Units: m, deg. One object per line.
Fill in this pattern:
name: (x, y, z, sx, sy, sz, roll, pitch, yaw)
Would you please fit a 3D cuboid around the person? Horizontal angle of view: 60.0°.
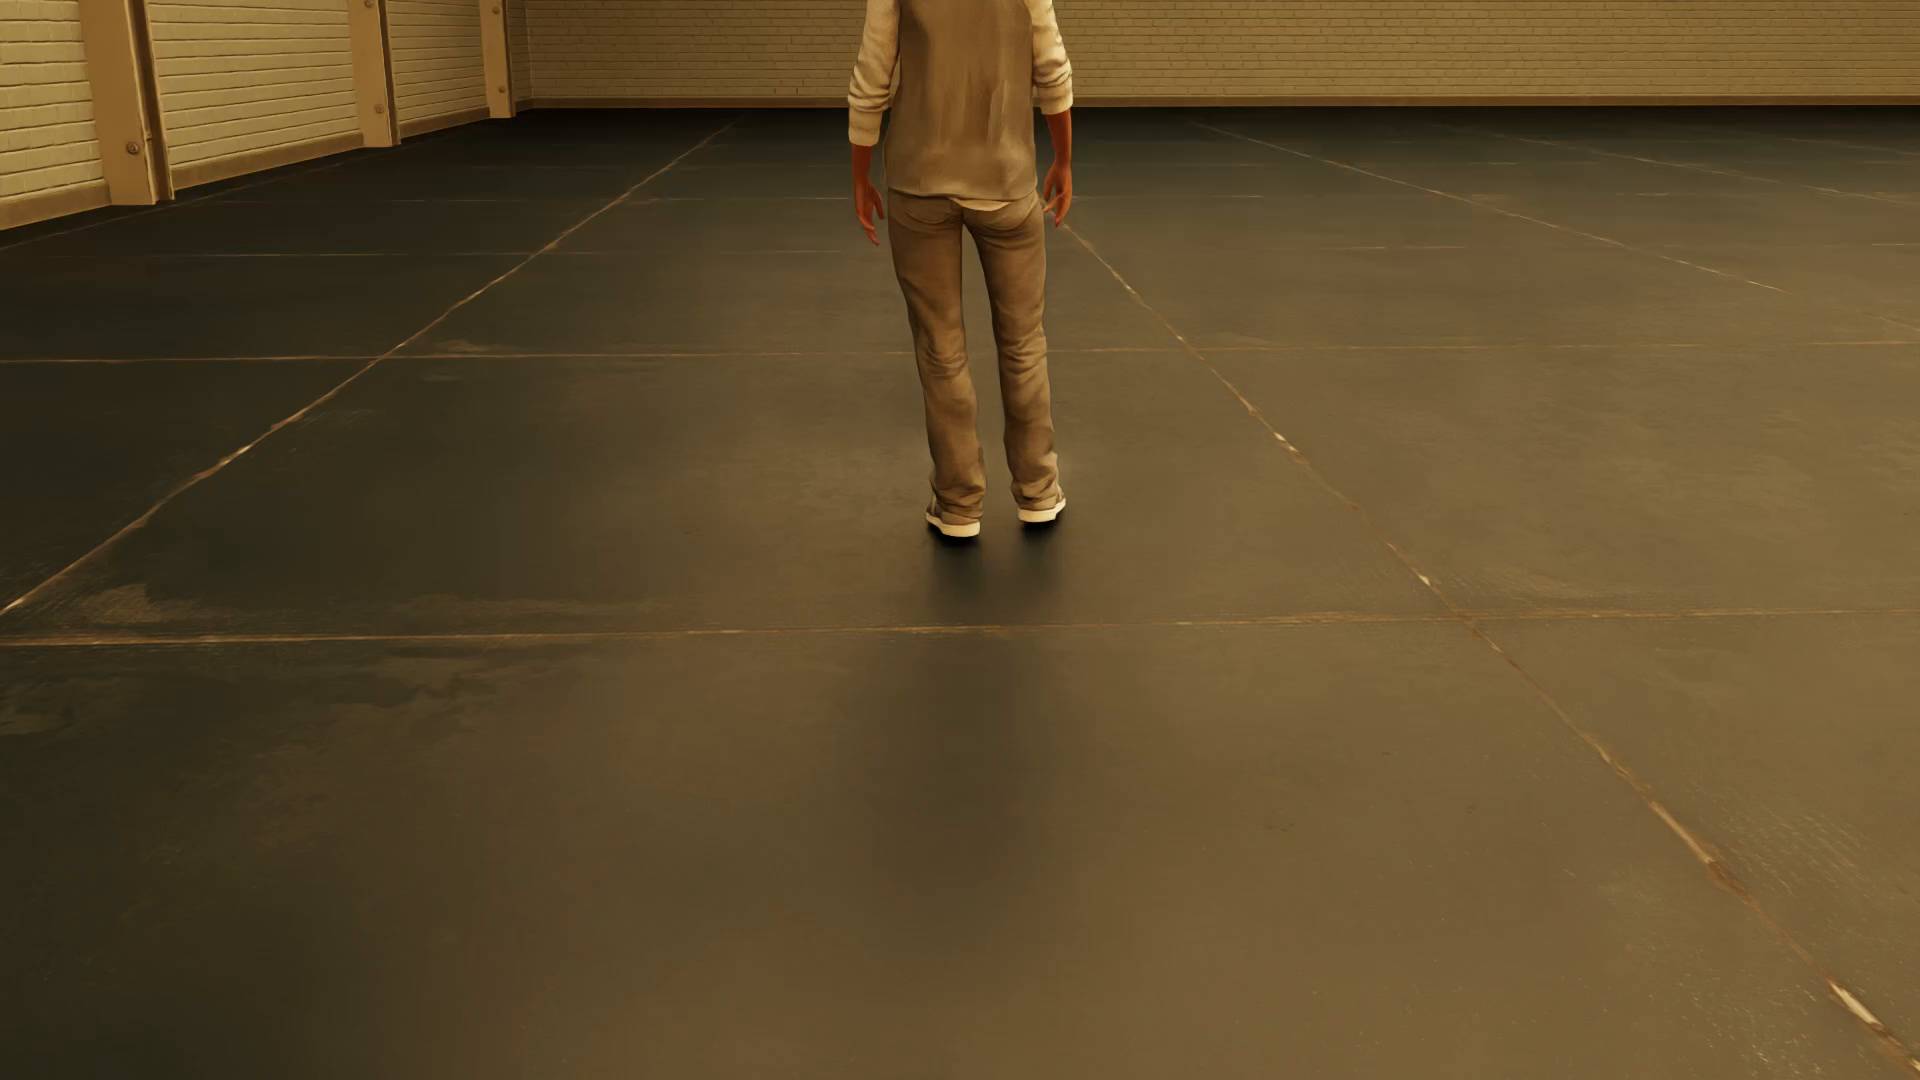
person: (0.010, -0.789, 3.754, 0.520, 1.590, 0.475, -1, 17, -3)
